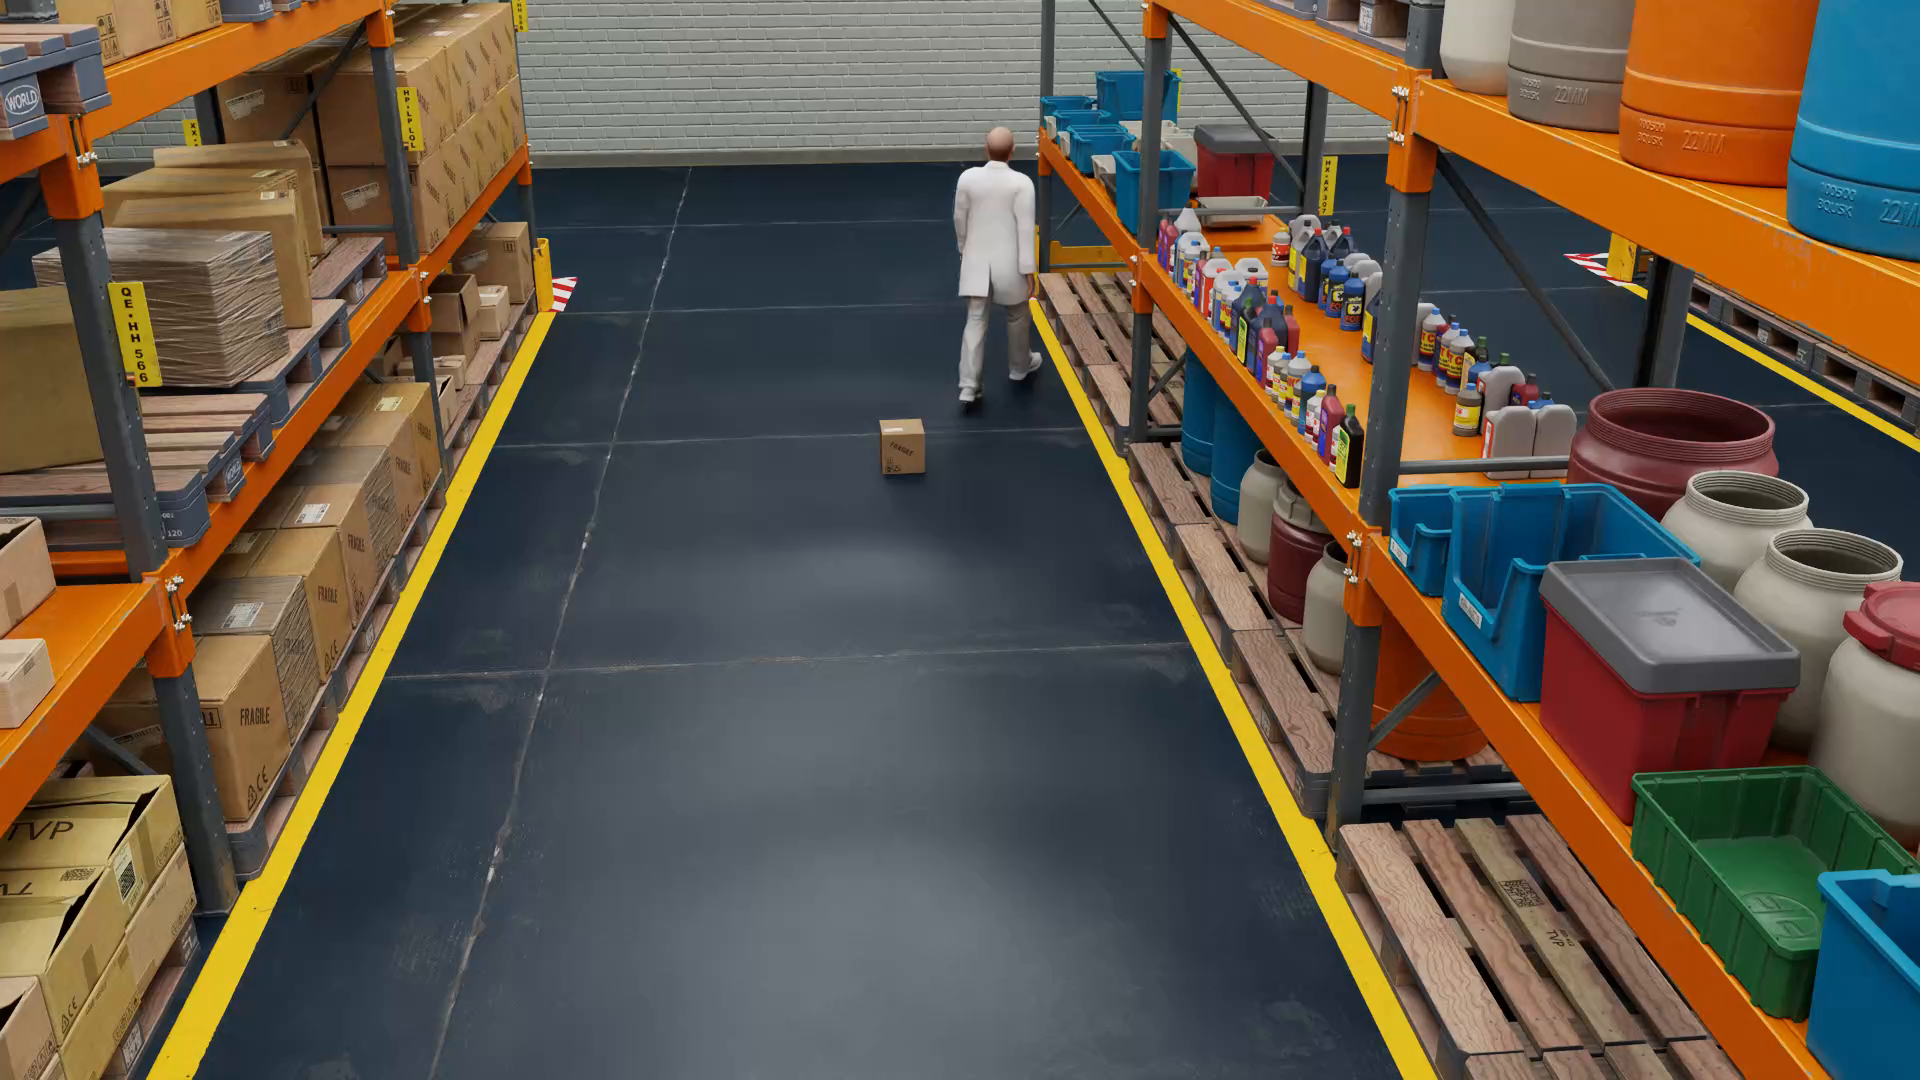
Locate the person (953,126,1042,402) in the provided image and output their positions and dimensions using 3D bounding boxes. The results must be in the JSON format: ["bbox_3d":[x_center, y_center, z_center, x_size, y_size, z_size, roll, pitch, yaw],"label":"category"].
[{"bbox_3d":[0.249,-1.812,10.817,0.598,1.720,1.063,6,24,13],"label":"person"}]
